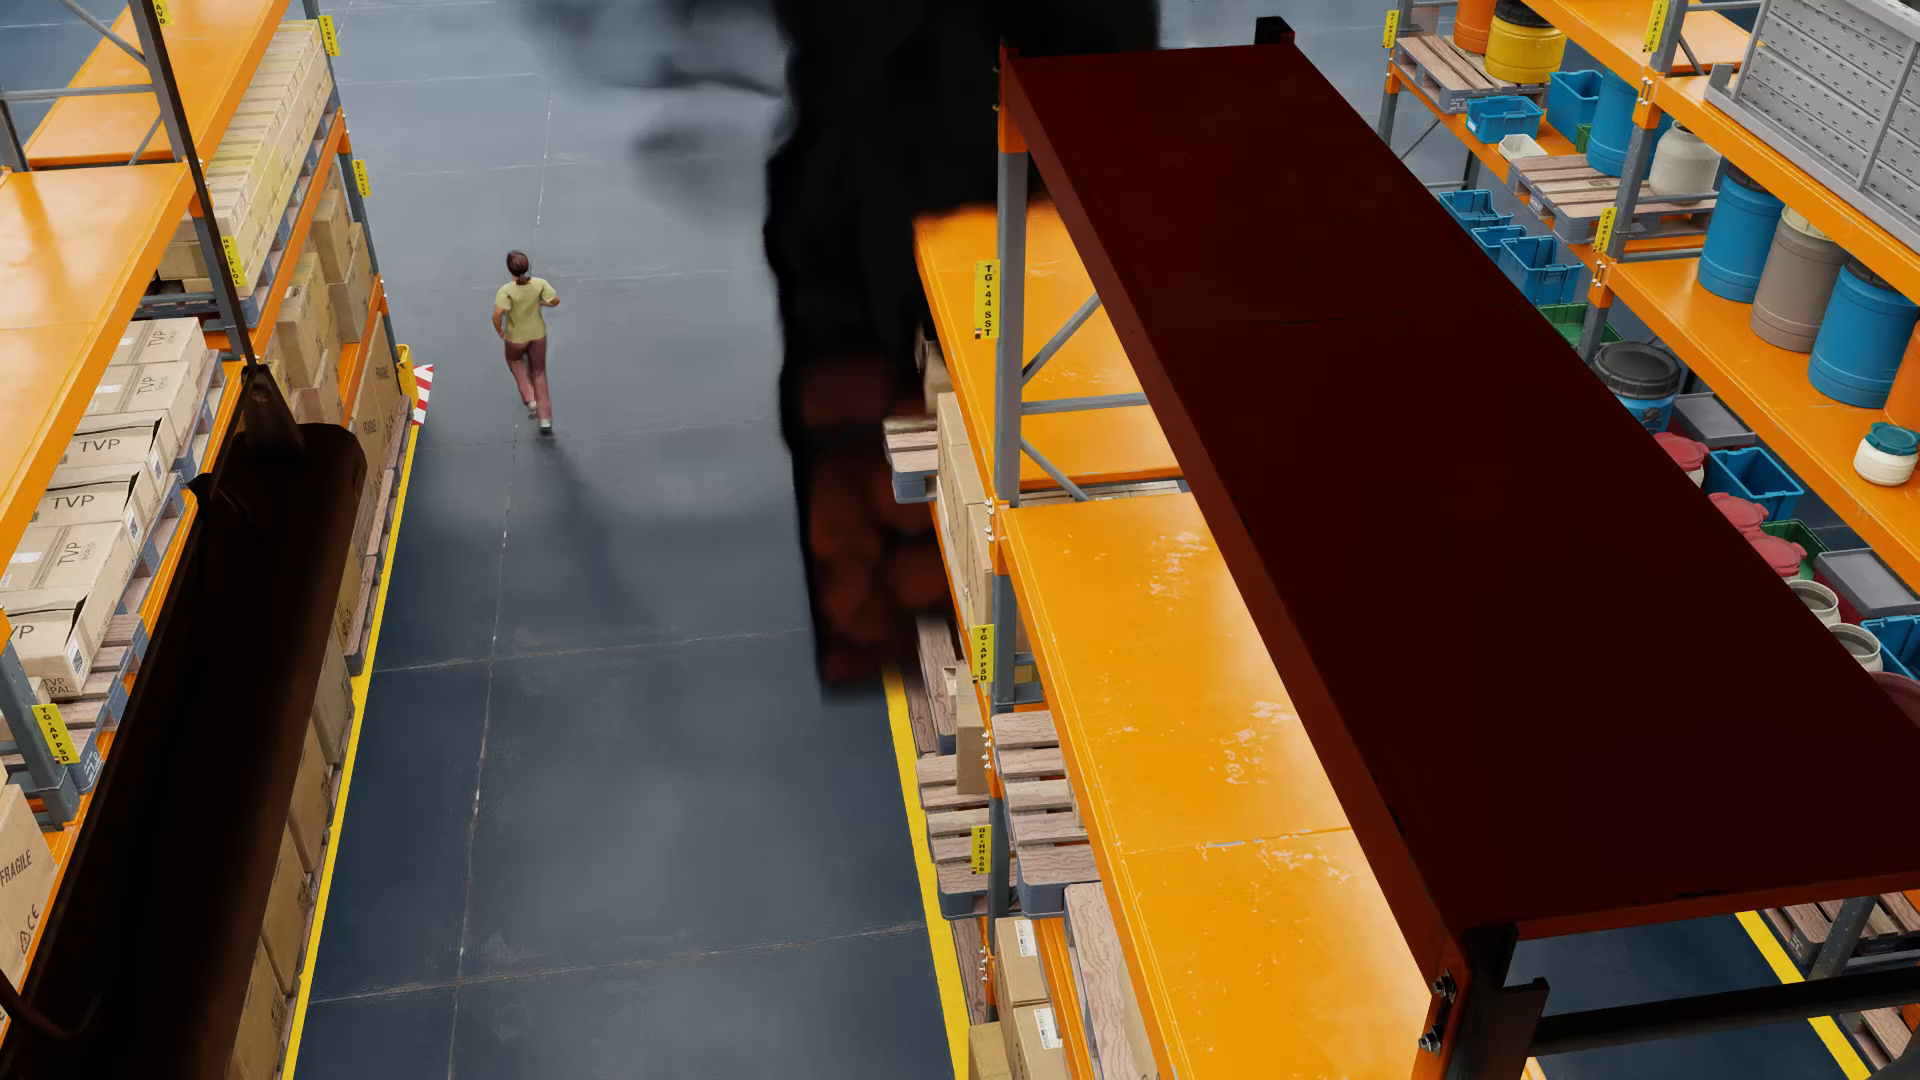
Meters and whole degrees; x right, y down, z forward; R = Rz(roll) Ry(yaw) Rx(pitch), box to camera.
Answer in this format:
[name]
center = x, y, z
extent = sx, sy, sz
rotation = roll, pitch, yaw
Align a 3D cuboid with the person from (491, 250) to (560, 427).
[person]
center = -3.755, -1.761, 14.450
extent = 0.635, 1.664, 0.582
rotation = -19, 40, -24
